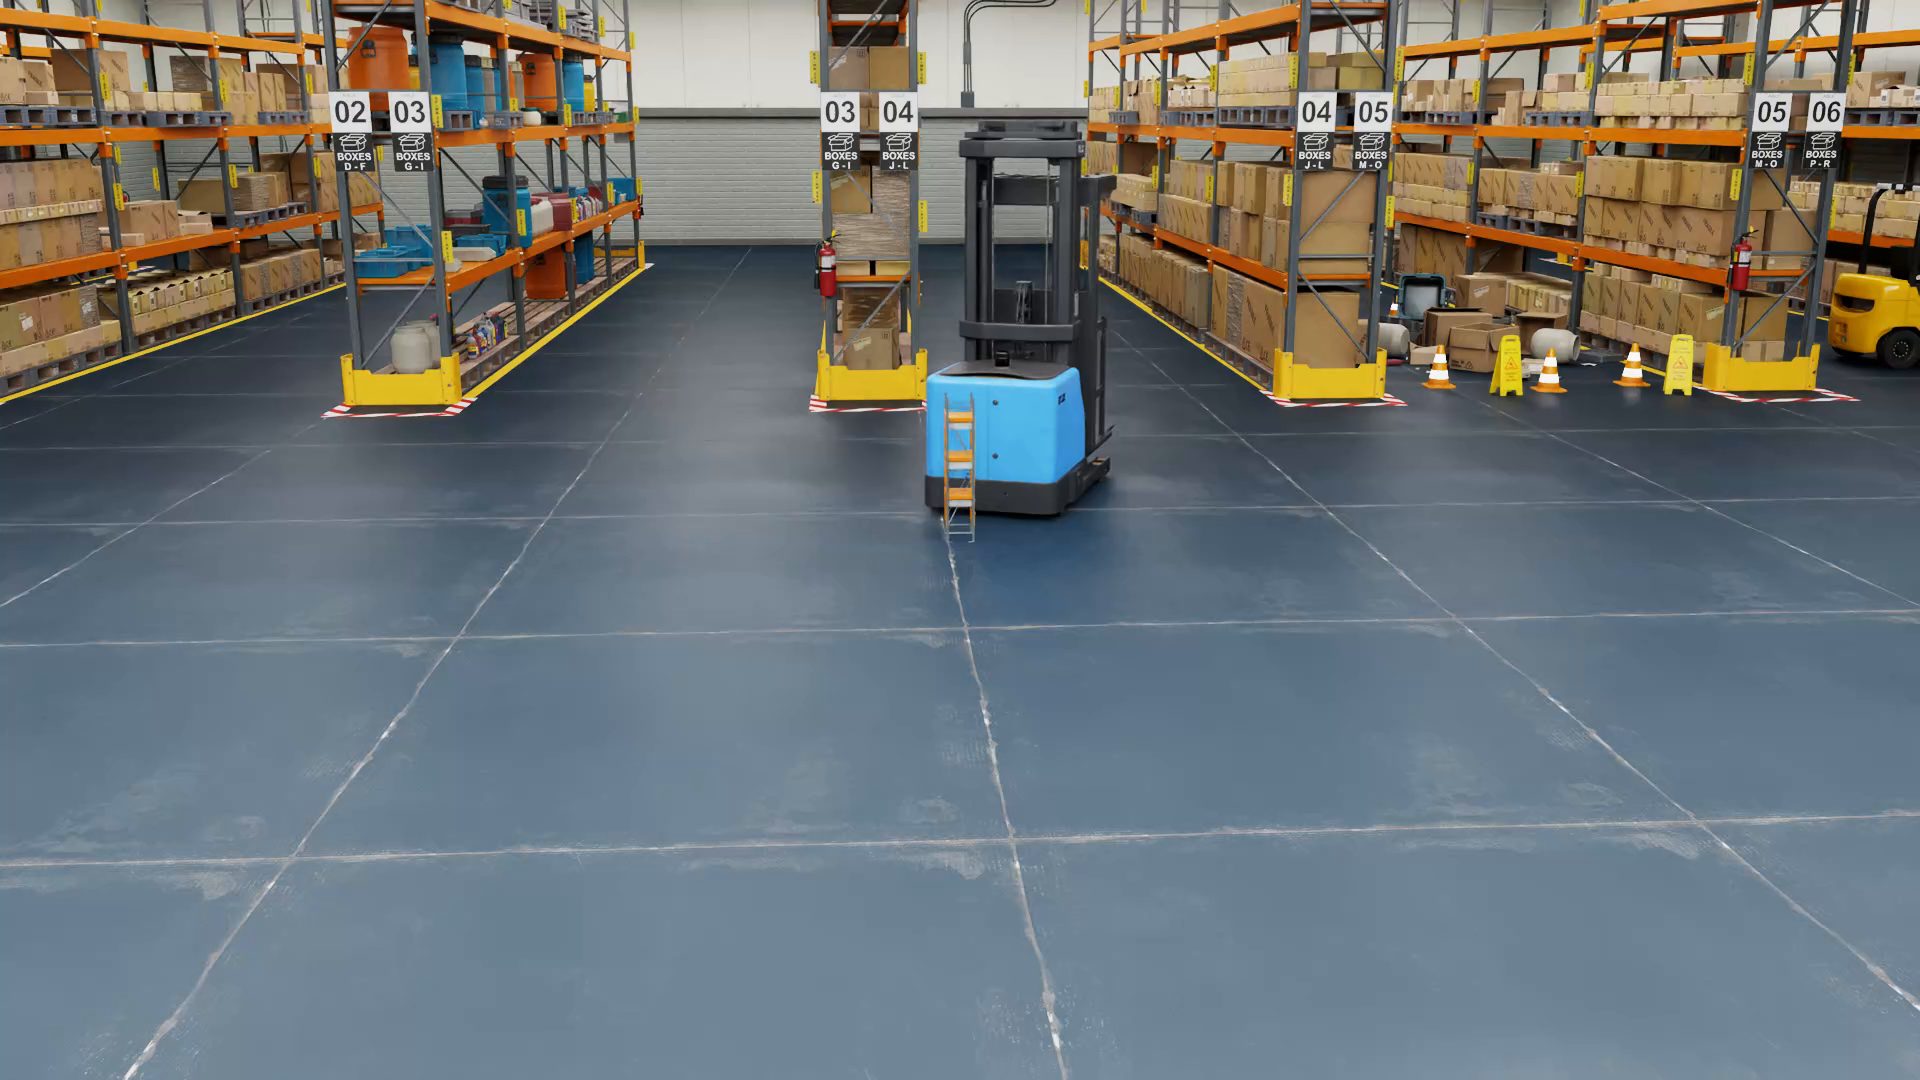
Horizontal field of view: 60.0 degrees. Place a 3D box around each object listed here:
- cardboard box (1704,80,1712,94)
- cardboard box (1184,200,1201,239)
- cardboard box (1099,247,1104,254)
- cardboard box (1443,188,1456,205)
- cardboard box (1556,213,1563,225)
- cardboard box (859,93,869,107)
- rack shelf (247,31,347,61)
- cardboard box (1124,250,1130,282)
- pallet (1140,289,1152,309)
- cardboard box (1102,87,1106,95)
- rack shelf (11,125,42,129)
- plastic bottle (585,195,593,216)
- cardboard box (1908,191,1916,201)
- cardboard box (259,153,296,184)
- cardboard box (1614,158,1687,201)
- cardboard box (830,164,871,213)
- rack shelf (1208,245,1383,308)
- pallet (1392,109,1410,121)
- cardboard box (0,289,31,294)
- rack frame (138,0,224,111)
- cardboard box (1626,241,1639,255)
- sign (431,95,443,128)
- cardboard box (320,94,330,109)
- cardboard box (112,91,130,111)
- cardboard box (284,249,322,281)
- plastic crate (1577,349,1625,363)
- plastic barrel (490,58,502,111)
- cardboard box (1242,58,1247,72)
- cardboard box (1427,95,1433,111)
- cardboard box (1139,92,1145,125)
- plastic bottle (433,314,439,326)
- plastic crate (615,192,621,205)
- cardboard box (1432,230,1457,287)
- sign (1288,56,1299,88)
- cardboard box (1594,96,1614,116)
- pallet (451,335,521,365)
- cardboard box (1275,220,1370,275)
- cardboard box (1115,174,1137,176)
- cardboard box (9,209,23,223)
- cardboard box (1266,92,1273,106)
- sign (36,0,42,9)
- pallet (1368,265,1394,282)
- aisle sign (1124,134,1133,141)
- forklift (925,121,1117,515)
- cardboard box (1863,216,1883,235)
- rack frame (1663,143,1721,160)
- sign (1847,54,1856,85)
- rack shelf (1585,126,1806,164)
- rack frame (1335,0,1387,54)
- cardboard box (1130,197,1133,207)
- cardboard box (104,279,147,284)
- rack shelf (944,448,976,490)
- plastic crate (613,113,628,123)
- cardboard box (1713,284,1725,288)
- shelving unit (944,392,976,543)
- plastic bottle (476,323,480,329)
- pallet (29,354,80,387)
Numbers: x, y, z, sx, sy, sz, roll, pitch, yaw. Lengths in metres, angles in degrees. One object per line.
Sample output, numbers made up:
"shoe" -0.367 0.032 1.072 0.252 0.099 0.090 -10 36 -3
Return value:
"cardboard box" 8.660 -5.124 18.807 0.380 0.149 0.250 -1 14 -3
"cardboard box" 3.408 -4.455 23.119 0.500 0.500 0.500 -1 14 -3
"cardboard box" 2.886 -5.588 32.005 0.380 0.149 0.250 -2 15 -6
"cardboard box" 8.137 -5.539 26.832 0.500 0.250 0.500 -1 14 -5
"cardboard box" 8.398 -4.402 22.777 0.380 0.149 0.250 -1 14 -5
"cardboard box" -1.167 -4.687 17.704 0.380 0.149 0.250 -1 14 -5
"rack shelf" -11.694 -8.868 29.884 1.077 0.370 4.000 -1 14 -3
"cardboard box" 3.090 -4.692 28.417 0.500 0.500 0.500 0 14 -1
"pallet" 3.475 -3.868 26.636 1.003 0.211 1.213 -1 14 -3
"cardboard box" 2.840 -8.292 30.710 0.380 0.149 0.250 -1 14 -4
"rack shelf" -16.638 -7.340 29.957 1.077 0.370 4.000 -1 14 -3
"plastic bottle" -6.231 -5.597 27.861 0.144 0.351 0.185 -1 14 -3
"cardboard box" 13.419 -4.778 23.074 0.380 0.149 0.250 -1 14 -3
"cardboard box" -11.860 -6.470 28.945 0.500 0.500 0.500 -1 14 -3
"cardboard box" 8.529 -4.442 20.467 0.700 0.500 0.500 -1 14 -5
"cardboard box" -1.220 -3.793 17.943 0.500 0.500 0.500 -1 14 -3
"rack shelf" 3.894 -3.183 19.823 1.077 0.370 4.000 -1 14 -3
"pallet" 8.168 -7.734 30.223 1.003 0.211 1.213 -1 14 -3
"cardboard box" -11.296 -2.692 19.639 0.500 0.500 0.500 -1 14 -3
"rack frame" -11.322 -7.726 23.994 1.000 3.000 0.127 -1 14 -3
"cardboard box" 8.473 -3.607 20.532 0.380 0.149 0.250 -1 14 -3
"sign" -5.333 -4.371 16.957 0.100 0.325 0.005 -1 14 -3
"cardboard box" -11.385 -7.687 29.159 0.500 0.250 0.500 -1 14 -3
"cardboard box" -11.140 -5.699 21.595 0.500 0.250 0.500 -2 15 -9
"cardboard box" -11.253 -4.700 28.405 0.500 0.500 0.500 -1 14 -4
"plastic crate" 7.983 -2.314 20.858 0.402 0.080 0.583 -6 16 -23
"plastic barrel" -6.459 -6.045 22.476 0.600 0.901 0.708 -1 14 -3
"cardboard box" 3.533 -5.586 19.557 0.380 0.149 0.250 -1 14 -4
"cardboard box" 7.972 -7.251 27.597 0.396 0.266 0.258 0 14 1
"cardboard box" 3.162 -6.912 26.649 0.500 0.500 0.500 -1 14 -3
"plastic bottle" -6.494 -2.624 20.639 0.144 0.351 0.185 0 14 -2
"plastic crate" -6.491 -6.327 30.812 0.416 0.233 0.300 -1 14 -3
"cardboard box" 8.445 -4.695 27.675 0.875 0.875 0.875 -1 14 -3
"sign" 3.475 -4.873 17.307 0.100 0.325 0.005 -1 14 -3
"cardboard box" 8.458 -5.541 21.227 0.500 0.250 0.500 -1 14 -5
"pallet" -6.130 -2.383 20.865 1.003 0.211 1.213 -1 14 -3
"cardboard box" 3.949 -3.199 18.137 0.875 0.550 0.550 -1 14 -3
"cardboard box" 2.863 -6.214 28.626 0.380 0.149 0.250 0 14 -2
"cardboard box" -10.718 -3.615 18.553 0.380 0.149 0.250 -1 14 -4
"cardboard box" 3.612 -4.884 18.430 0.380 0.149 0.250 -1 14 -3
"sign" -17.316 -10.160 31.263 0.100 0.325 0.005 -1 14 -3
"pallet" 8.239 -4.960 30.881 1.003 0.211 1.213 -1 14 -3
"aisle sign" 3.321 -8.295 33.030 0.394 0.787 0.004 -1 14 -3
"forklift" 0.645 -1.930 13.645 1.130 2.935 3.031 4 15 16
"cardboard box" 13.329 -4.506 23.820 0.500 0.250 0.500 -1 14 -3
"rack frame" 13.162 -6.198 30.095 1.000 3.000 0.127 -1 14 -3
"sign" 9.493 -5.020 17.745 0.100 0.325 0.005 -1 14 -3
"rack shelf" 8.828 -4.738 19.844 1.077 0.370 4.000 -1 14 -3
"rack frame" 7.961 -10.020 32.913 1.000 3.000 0.127 -1 14 -3
"cardboard box" 2.973 -5.476 26.951 0.380 0.149 0.250 -2 15 -6
"cardboard box" -11.480 -3.444 22.941 0.500 0.311 0.500 -1 14 -4
"rack shelf" -0.003 -0.511 11.950 0.215 0.259 0.240 -1 14 -3
"plastic crate" -6.528 -7.995 31.485 0.450 0.188 0.336 -1 14 -3
"cardboard box" 9.116 -2.836 20.201 0.500 0.500 0.500 -1 14 -2
"shelving unit" -0.003 -0.522 11.947 0.215 1.050 0.252 -1 14 -3
"plastic bottle" -5.872 -2.507 20.319 0.061 0.283 0.133 -1 14 -3
"pallet" -10.988 -1.973 19.270 1.003 0.211 1.213 -1 14 -3
